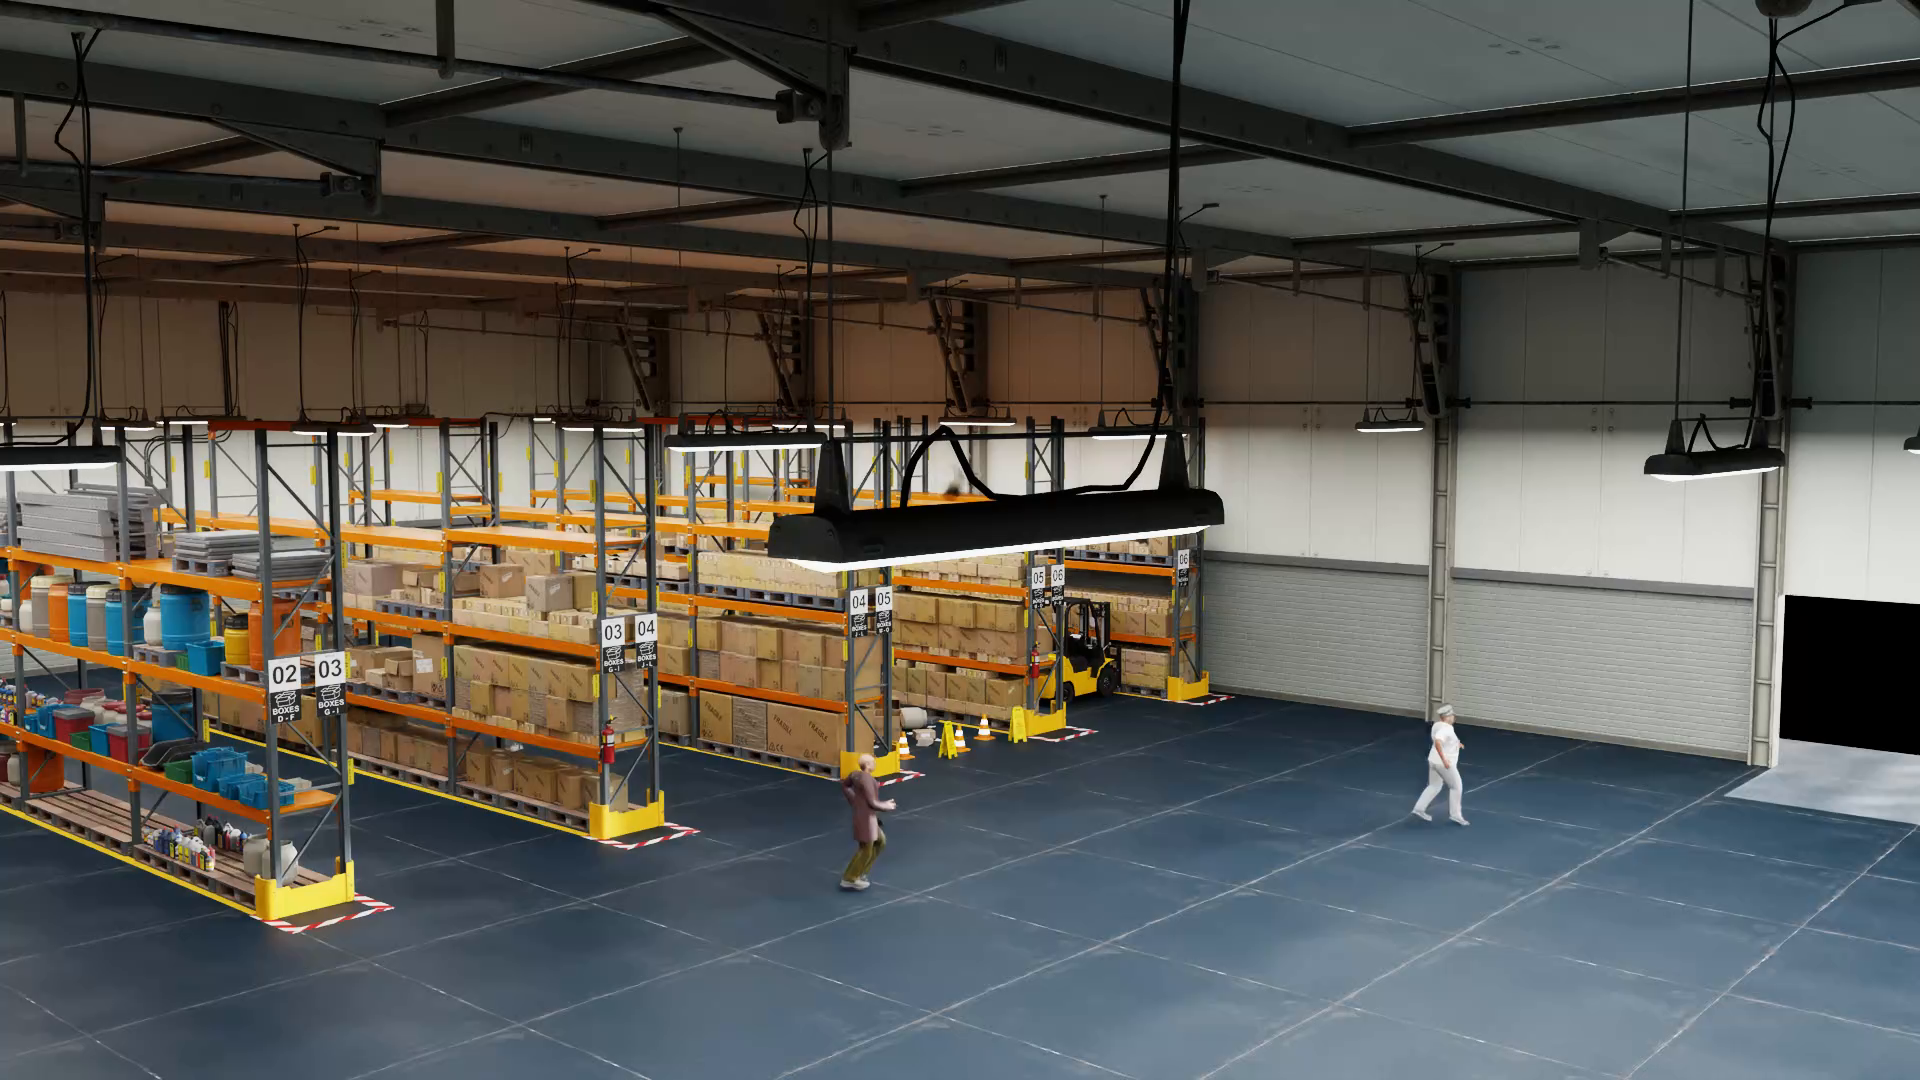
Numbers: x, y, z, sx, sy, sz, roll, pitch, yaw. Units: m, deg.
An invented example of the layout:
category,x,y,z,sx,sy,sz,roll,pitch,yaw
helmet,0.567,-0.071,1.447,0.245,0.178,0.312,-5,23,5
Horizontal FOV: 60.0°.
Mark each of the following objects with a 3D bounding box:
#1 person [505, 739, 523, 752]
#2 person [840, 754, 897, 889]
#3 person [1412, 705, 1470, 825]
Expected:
category,x,y,z,sx,sy,sz,roll,pitch,yaw
person,-7.981,3.011,29.990,0.616,1.656,0.548,3,6,33
person,-1.203,3.665,21.642,0.744,1.798,0.732,-1,5,-15
person,7.221,3.377,24.935,0.832,1.826,0.650,-1,5,-13
